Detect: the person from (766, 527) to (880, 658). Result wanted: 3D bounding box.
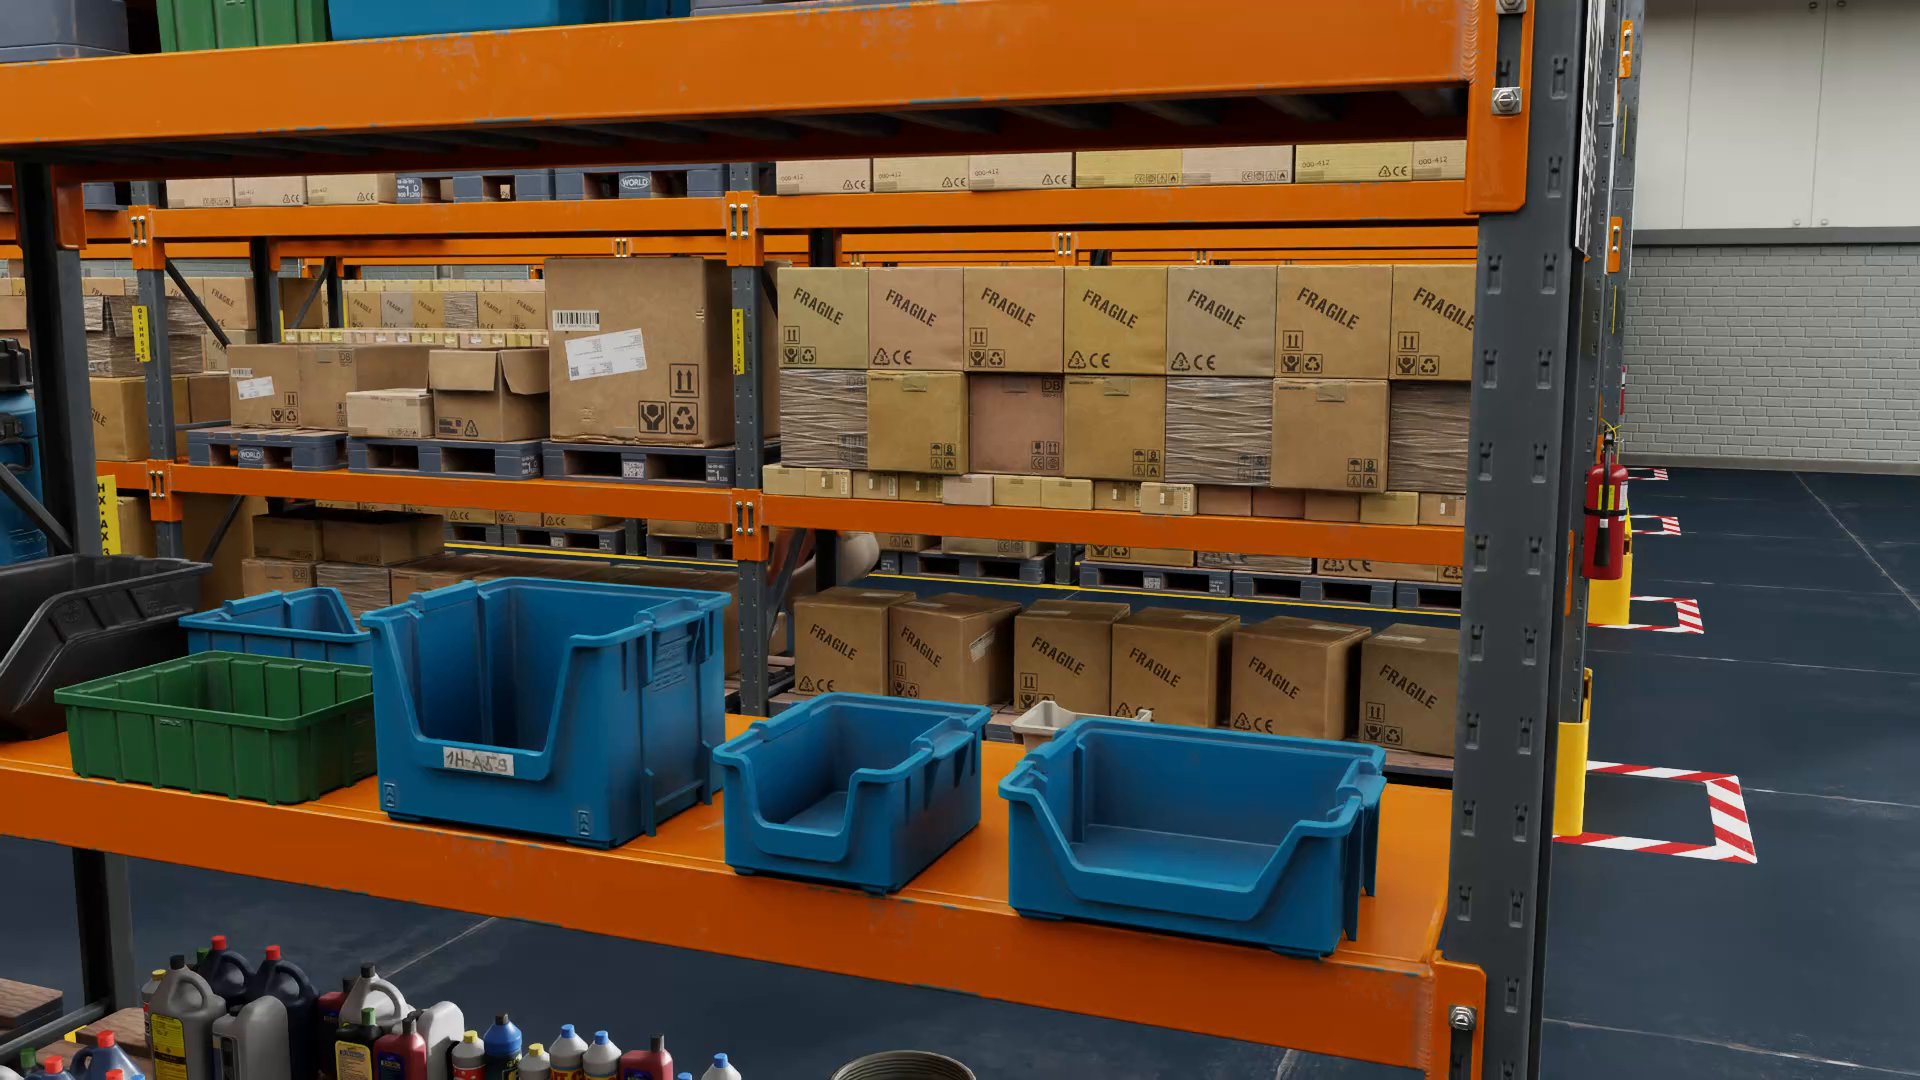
[{"bbox_3d":[-0.913,0.109,10.576,0.756,1.319,0.589,3,9,18],"label":"person"}]
